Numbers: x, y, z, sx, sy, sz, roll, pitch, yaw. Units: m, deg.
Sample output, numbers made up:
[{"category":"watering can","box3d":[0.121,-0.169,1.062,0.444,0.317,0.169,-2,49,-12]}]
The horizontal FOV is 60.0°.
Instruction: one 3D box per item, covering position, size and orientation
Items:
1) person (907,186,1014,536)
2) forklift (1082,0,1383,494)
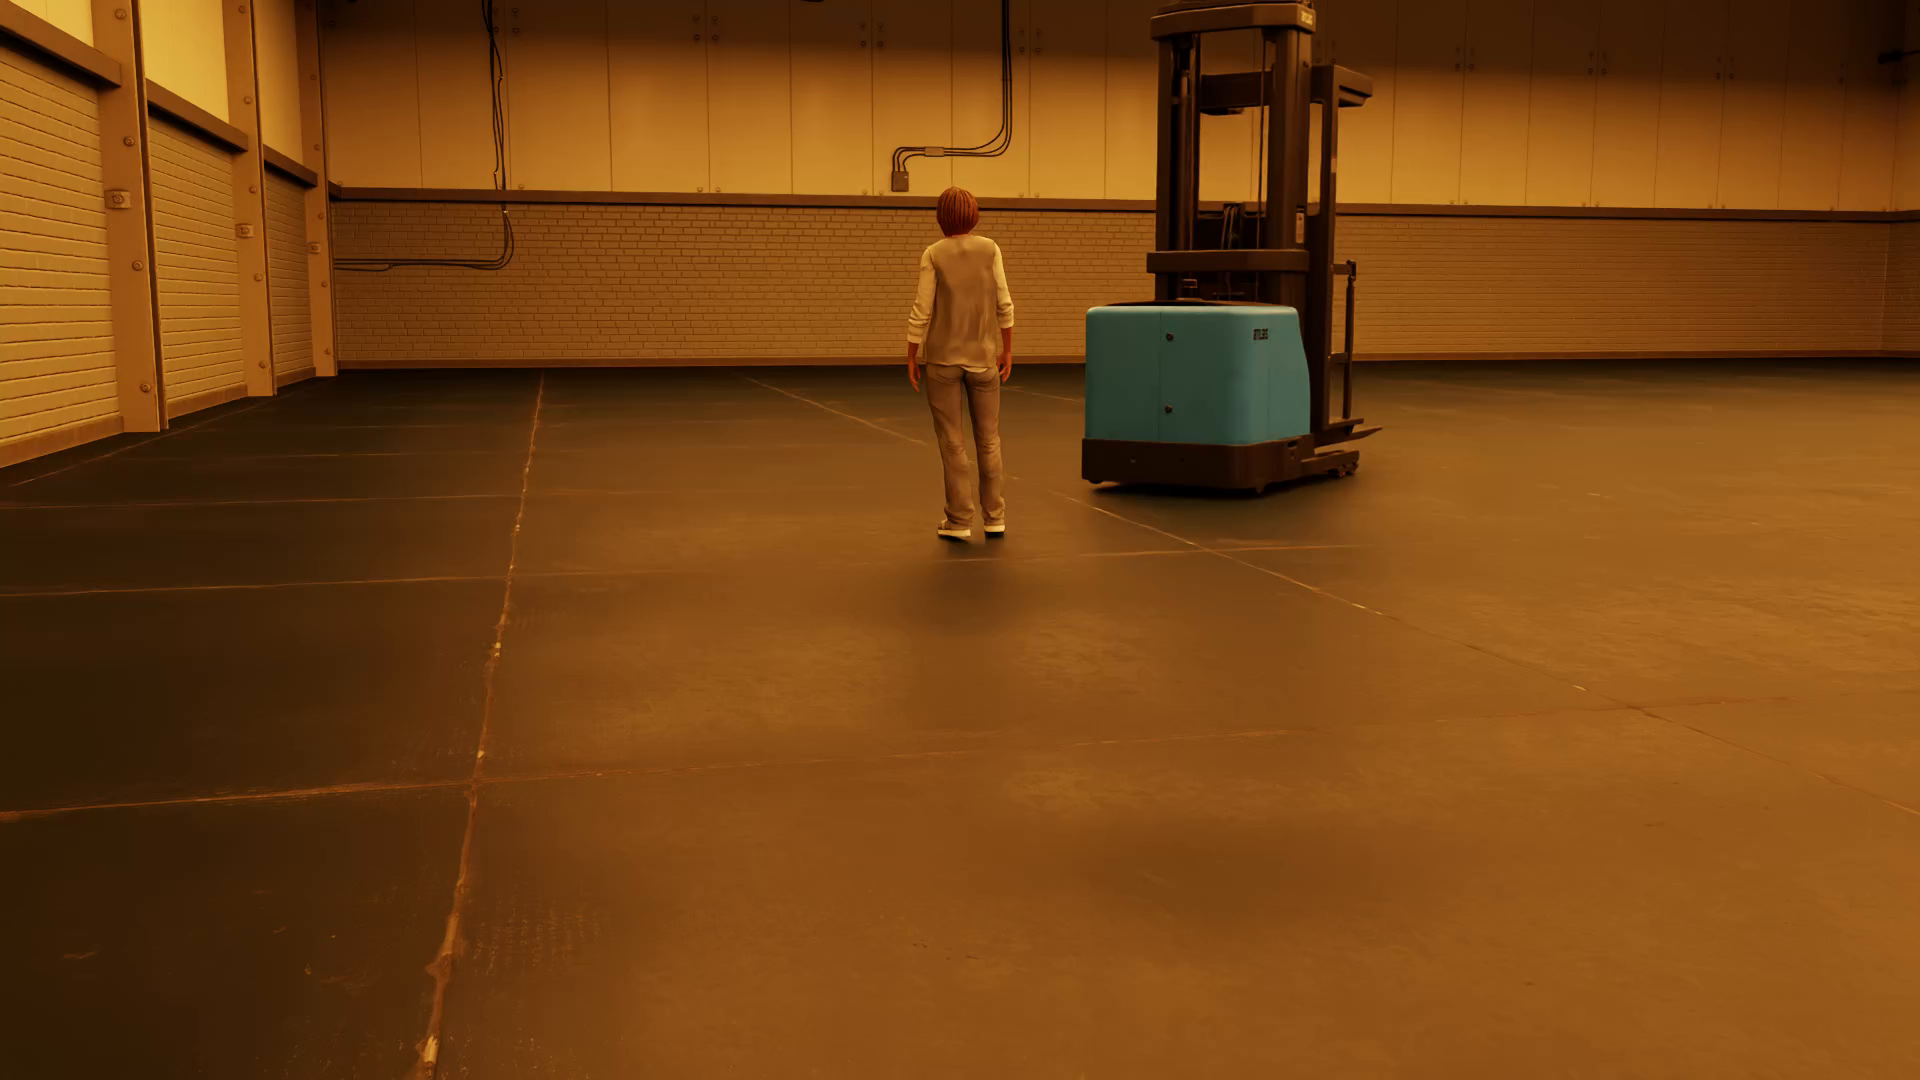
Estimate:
[{"category":"person","box3d":[-0.003,-0.809,7.669,0.520,1.597,0.475,-2,8,-13]},{"category":"forklift","box3d":[1.916,-1.875,10.530,1.130,2.935,3.031,5,9,31]}]
